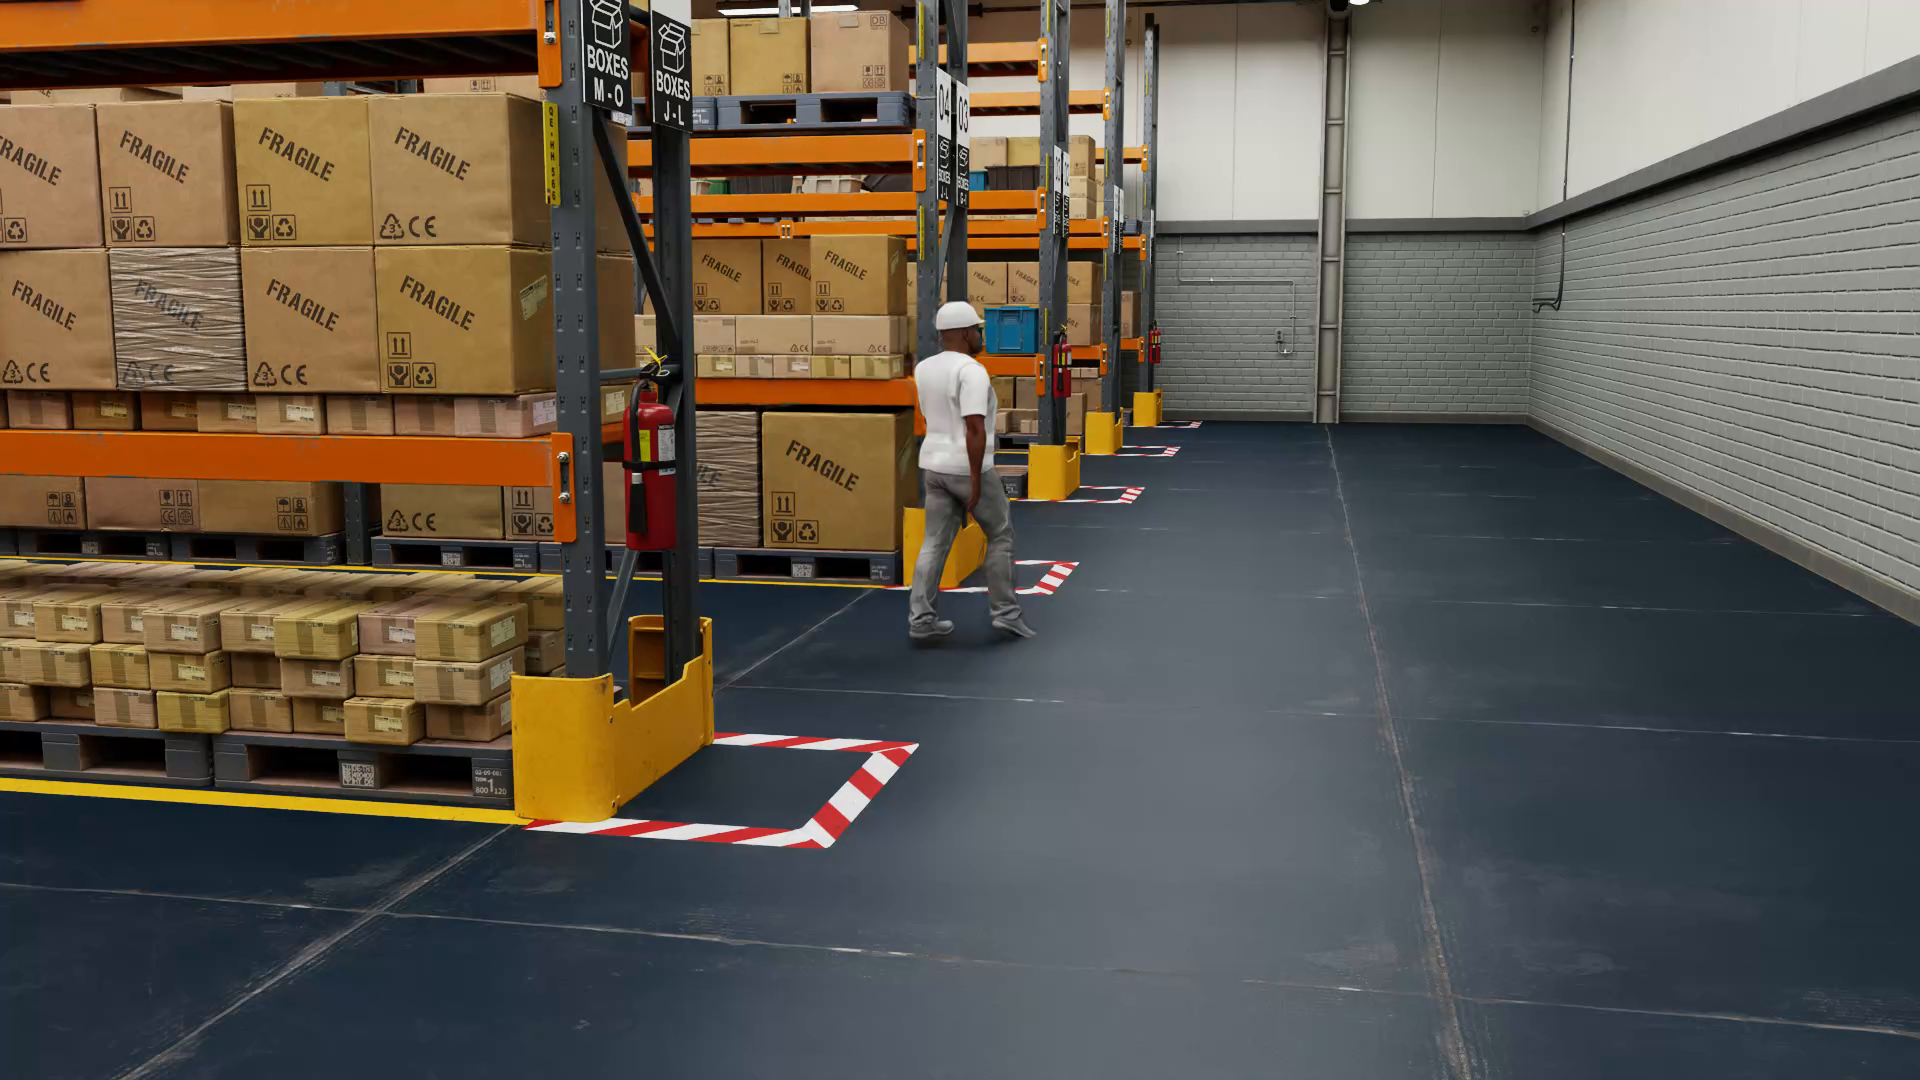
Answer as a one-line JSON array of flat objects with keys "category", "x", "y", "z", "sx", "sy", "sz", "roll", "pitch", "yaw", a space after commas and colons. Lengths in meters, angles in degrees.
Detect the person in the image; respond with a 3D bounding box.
[{"category": "person", "x": 0.035, "y": -0.338, "z": 8.719, "sx": 0.742, "sy": 1.806, "sz": 0.583, "roll": -7, "pitch": 11, "yaw": -41}]
